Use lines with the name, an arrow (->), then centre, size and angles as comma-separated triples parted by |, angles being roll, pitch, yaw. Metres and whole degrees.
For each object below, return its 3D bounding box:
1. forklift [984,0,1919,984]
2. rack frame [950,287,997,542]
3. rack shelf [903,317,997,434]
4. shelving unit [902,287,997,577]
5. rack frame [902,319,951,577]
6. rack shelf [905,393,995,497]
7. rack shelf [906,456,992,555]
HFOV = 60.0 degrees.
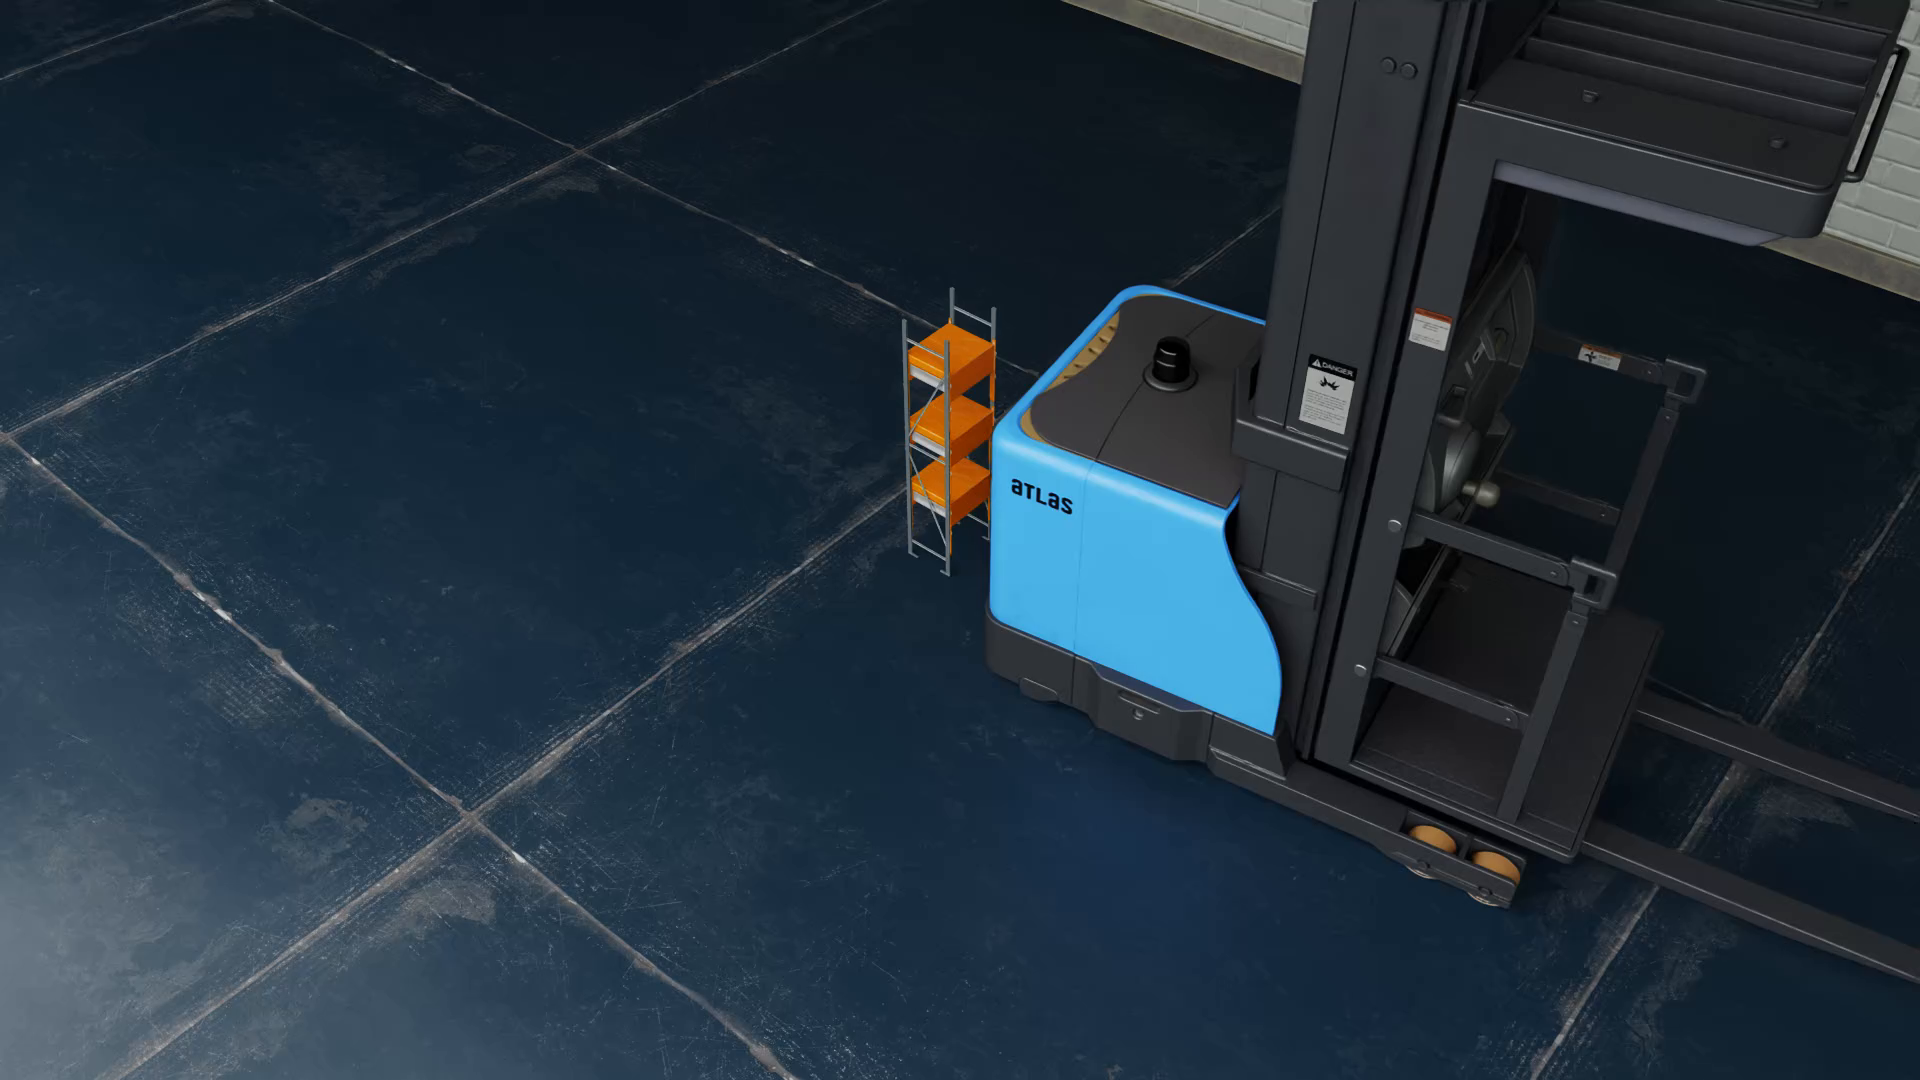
forklift -> 1.614, -0.392, 4.502 | 3.031, 2.935, 1.130 | 22, 47, 22
rack frame -> 0.044, -0.424, 5.936 | 0.200, 1.050, 0.008 | 29, 50, 28
rack shelf -> -0.034, -0.563, 5.683 | 0.215, 0.259, 0.240 | 29, 50, 28
shelving unit -> -0.034, -0.361, 5.867 | 0.215, 1.050, 0.252 | 29, 50, 28
rack frame -> -0.113, -0.298, 5.797 | 0.200, 1.050, 0.008 | 29, 50, 28
rack shelf -> -0.034, -0.353, 5.874 | 0.215, 0.259, 0.240 | 29, 50, 28
rack shelf -> -0.034, -0.147, 6.061 | 0.215, 0.259, 0.240 | 29, 50, 28
